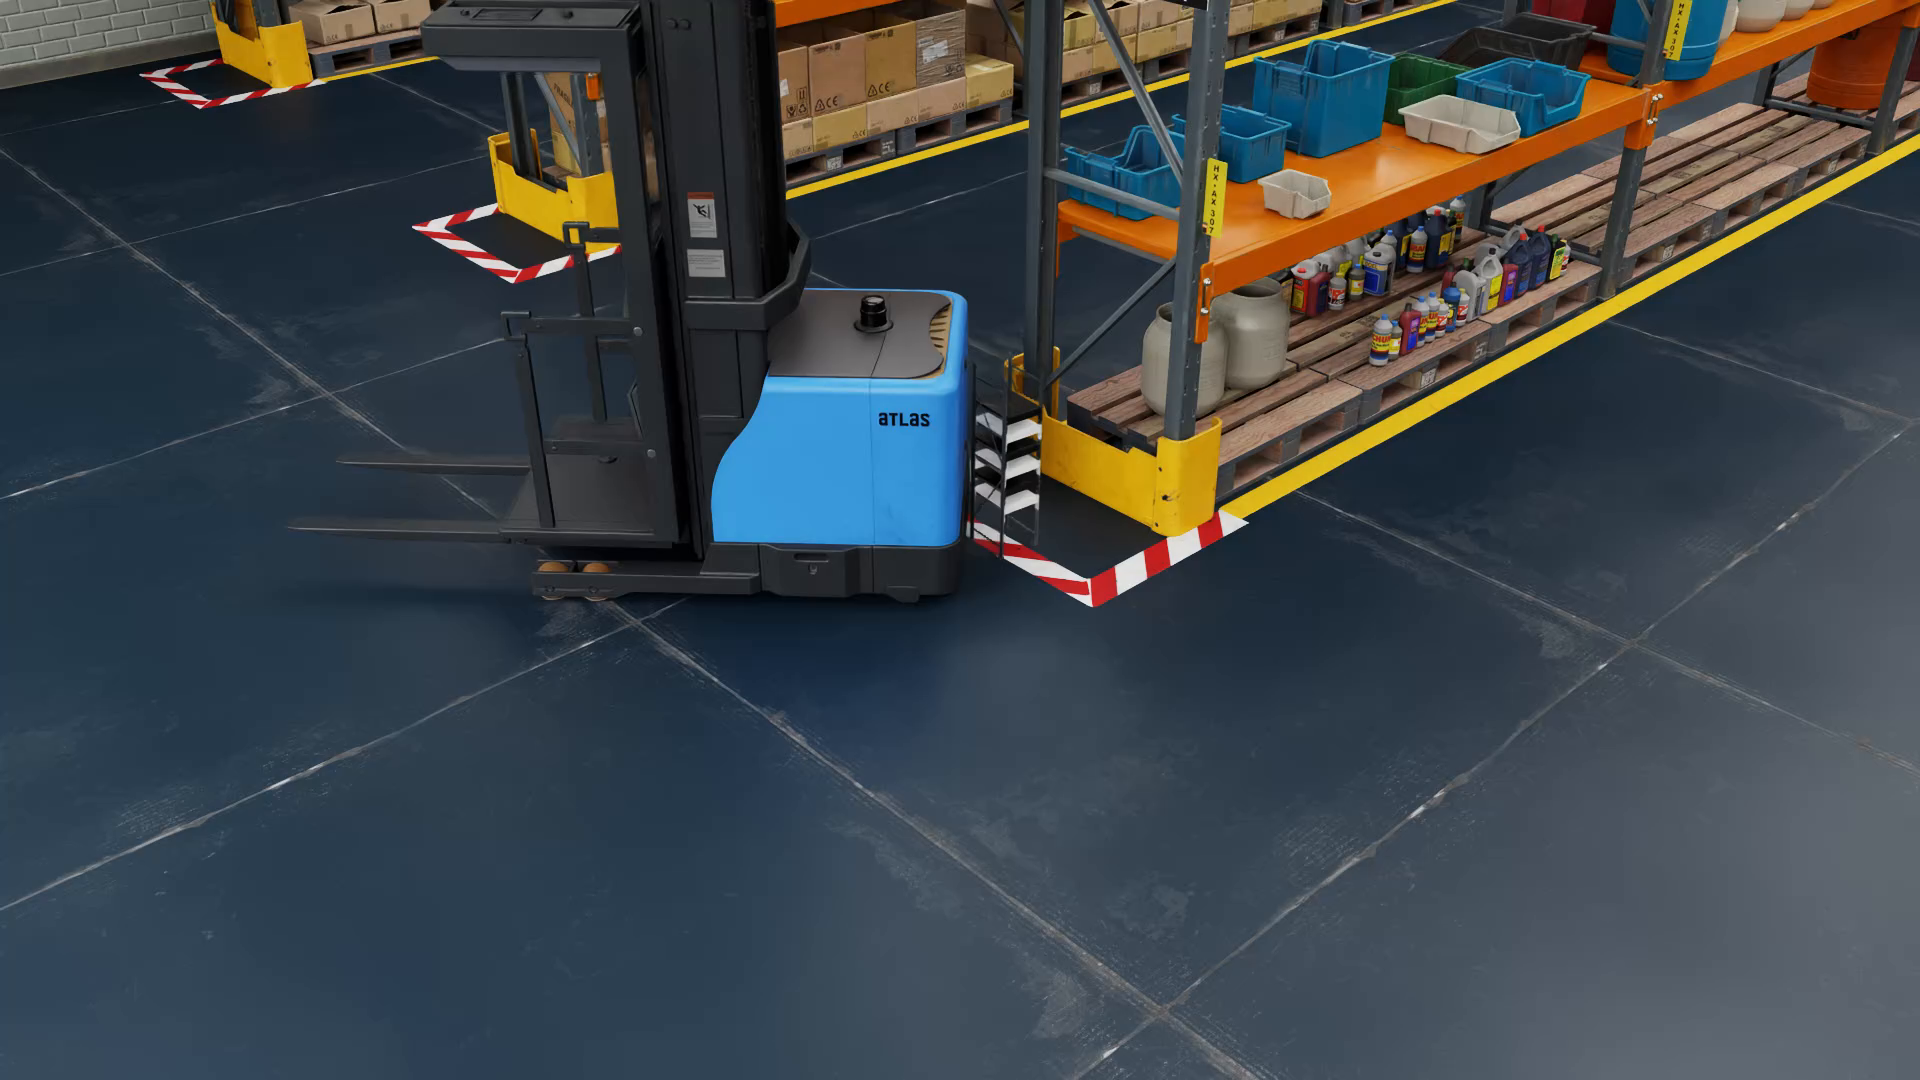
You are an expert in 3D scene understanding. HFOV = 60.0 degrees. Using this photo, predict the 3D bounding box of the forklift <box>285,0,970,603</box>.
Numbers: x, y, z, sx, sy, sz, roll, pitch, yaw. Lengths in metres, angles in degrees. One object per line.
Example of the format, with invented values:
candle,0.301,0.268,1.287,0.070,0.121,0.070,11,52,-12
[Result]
forklift,-1.486,-1.255,6.993,3.031,2.935,1.130,1,31,2

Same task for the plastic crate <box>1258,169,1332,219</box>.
plastic crate,1.567,-1.601,7.746,0.250,0.136,0.298,-26,40,-35

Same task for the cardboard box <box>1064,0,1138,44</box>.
cardboard box,1.103,-4.307,13.613,0.500,0.311,0.500,-26,40,-36

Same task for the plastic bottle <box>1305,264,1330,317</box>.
plastic bottle,2.017,-1.406,9.356,0.133,0.283,0.061,-26,40,-35

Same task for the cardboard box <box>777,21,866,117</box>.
cardboard box,-1.027,-3.378,11.913,0.500,0.500,0.500,-26,40,-35

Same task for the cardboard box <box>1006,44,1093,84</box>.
cardboard box,0.724,-3.889,13.467,0.500,0.250,0.500,-27,40,-37

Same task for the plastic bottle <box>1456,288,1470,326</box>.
plastic bottle,2.782,-1.302,9.265,0.097,0.201,0.097,0,31,0

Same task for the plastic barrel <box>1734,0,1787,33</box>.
plastic barrel,5.014,-3.512,10.488,0.433,0.535,0.433,0,31,0

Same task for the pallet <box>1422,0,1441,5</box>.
pallet,4.661,-5.744,16.942,1.213,0.211,1.003,-26,40,-35

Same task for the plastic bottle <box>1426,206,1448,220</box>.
plastic bottle,2.875,-1.893,10.160,0.135,0.276,0.152,-24,39,-34

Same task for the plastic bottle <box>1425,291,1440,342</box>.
plastic bottle,2.558,-1.224,9.070,0.097,0.271,0.097,0,31,0

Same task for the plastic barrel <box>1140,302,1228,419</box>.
plastic barrel,1.123,-0.900,8.328,0.421,0.512,0.421,0,31,0

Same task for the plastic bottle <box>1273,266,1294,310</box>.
plastic bottle,1.814,-1.416,9.372,0.133,0.283,0.061,-25,39,-34

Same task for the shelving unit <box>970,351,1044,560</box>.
shelving unit,0.207,-0.375,7.498,0.210,0.900,0.258,-21,37,-31

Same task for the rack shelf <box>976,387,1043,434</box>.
rack shelf,0.209,-0.577,7.375,0.200,0.077,0.258,-21,37,-31

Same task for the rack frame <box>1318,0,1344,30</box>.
rack frame,3.193,-6.253,15.101,0.127,3.000,1.000,-26,40,-35

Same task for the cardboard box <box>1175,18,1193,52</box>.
cardboard box,1.852,-4.434,14.360,0.500,0.250,0.500,-25,39,-35

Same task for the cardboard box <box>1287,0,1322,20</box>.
cardboard box,2.973,-4.979,15.251,0.500,0.250,0.500,-25,39,-34

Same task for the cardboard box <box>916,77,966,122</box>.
cardboard box,-0.305,-3.419,12.699,0.500,0.250,0.500,-26,40,-35

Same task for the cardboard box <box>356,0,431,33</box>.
cardboard box,-5.057,-4.763,14.820,0.500,0.311,0.500,-22,38,-32

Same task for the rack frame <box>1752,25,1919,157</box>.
rack frame,6.559,-4.357,12.000,0.127,3.000,1.000,-26,40,-35

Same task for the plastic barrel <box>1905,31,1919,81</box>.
plastic barrel,7.734,-4.088,13.469,0.708,0.588,0.600,-26,40,-35

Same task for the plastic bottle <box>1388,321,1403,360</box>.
plastic bottle,2.310,-1.074,8.891,0.097,0.201,0.097,0,31,0

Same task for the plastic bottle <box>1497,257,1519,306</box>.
plastic bottle,3.117,-1.487,9.488,0.133,0.283,0.061,-23,38,-32

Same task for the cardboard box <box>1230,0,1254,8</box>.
cardboard box,2.228,-4.854,14.508,0.500,0.311,0.500,-26,40,-36

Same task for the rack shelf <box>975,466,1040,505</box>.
rack shelf,0.206,-0.269,7.561,0.200,0.077,0.258,-21,37,-31

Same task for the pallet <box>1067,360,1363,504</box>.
pallet,1.315,-0.661,8.628,1.213,0.211,1.003,-26,40,-35

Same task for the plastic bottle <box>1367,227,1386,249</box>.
plastic bottle,2.464,-1.730,9.886,0.133,0.283,0.061,-24,39,-33

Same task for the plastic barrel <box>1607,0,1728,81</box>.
plastic barrel,4.115,-3.173,9.583,0.708,0.901,0.600,-26,40,-35

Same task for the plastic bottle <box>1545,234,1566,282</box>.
plastic bottle,3.497,-1.670,9.788,0.133,0.283,0.061,-24,39,-33

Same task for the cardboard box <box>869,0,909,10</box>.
cardboard box,-0.654,-3.935,12.825,0.500,0.500,0.500,-26,40,-35

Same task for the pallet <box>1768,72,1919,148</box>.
pallet,7.108,-3.463,13.211,1.213,0.211,1.003,-26,40,-35

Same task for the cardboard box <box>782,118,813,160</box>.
cardboard box,-1.397,-2.883,11.822,0.500,0.250,0.500,-26,40,-35

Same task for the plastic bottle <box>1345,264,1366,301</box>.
plastic bottle,2.279,-1.490,9.572,0.097,0.201,0.097,0,31,0

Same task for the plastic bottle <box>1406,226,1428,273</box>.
plastic bottle,2.727,-1.737,9.908,0.097,0.271,0.097,0,31,0

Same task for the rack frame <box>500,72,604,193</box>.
rack frame,-2.673,-3.416,10.460,0.127,3.000,1.000,-26,40,-35

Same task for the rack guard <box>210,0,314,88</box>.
rack guard,-5.988,-4.270,14.253,0.348,0.500,1.175,-26,40,-35

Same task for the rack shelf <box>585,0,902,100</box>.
rack shelf,-1.206,-3.818,11.808,4.000,0.370,1.077,-26,40,-35

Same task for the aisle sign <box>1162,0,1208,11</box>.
aisle sign,0.839,-2.491,6.456,0.004,0.787,0.394,-26,40,-35

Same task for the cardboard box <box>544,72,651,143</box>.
cardboard box,-2.482,-3.046,11.370,0.500,0.500,0.500,-26,40,-35

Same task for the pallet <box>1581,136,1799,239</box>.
pallet,5.070,-2.477,11.598,1.213,0.211,1.003,-26,40,-35

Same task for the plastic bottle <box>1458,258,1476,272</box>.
plastic bottle,2.883,-1.476,9.470,0.133,0.283,0.061,-26,40,-35

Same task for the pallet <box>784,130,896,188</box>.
pallet,-1.246,-2.944,12.362,1.213,0.211,1.003,-26,40,-35

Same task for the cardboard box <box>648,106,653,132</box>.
cardboard box,-2.122,-2.907,11.862,0.500,0.250,0.500,-26,40,-35

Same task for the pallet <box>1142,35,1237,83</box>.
pallet,1.669,-4.356,14.671,1.213,0.211,1.003,-26,40,-35

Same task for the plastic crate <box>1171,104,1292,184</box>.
plastic crate,1.336,-1.976,8.249,0.408,0.251,0.499,-26,40,-35

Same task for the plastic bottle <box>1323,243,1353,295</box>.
plastic bottle,2.165,-1.584,9.583,0.185,0.351,0.144,-24,39,-34

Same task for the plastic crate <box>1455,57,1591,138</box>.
plastic crate,2.999,-2.378,8.907,0.616,0.251,0.499,-26,40,-35
